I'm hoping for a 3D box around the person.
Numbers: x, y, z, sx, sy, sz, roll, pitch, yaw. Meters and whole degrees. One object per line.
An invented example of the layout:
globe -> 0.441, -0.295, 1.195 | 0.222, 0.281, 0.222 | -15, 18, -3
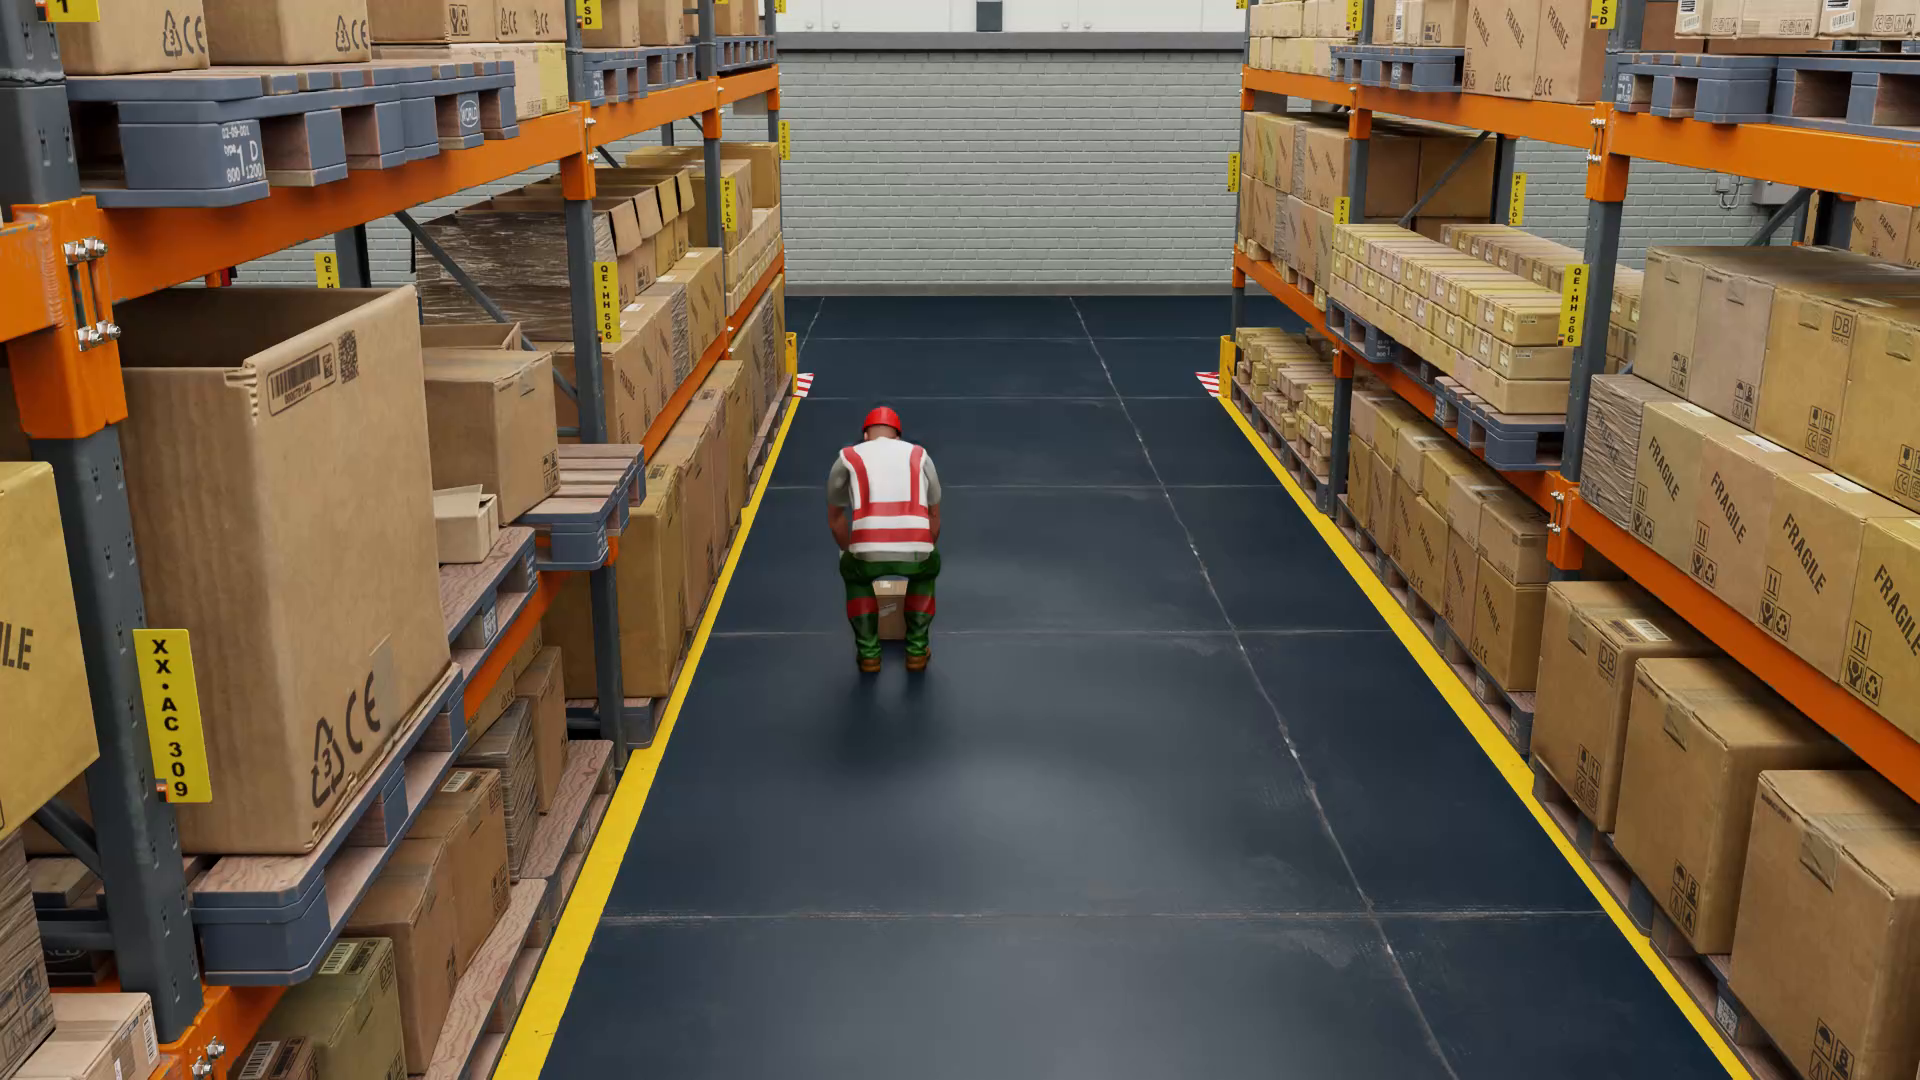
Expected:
person -> -0.387, 0.006, 8.392 | 0.582, 1.260, 0.829 | 0, 17, -1
